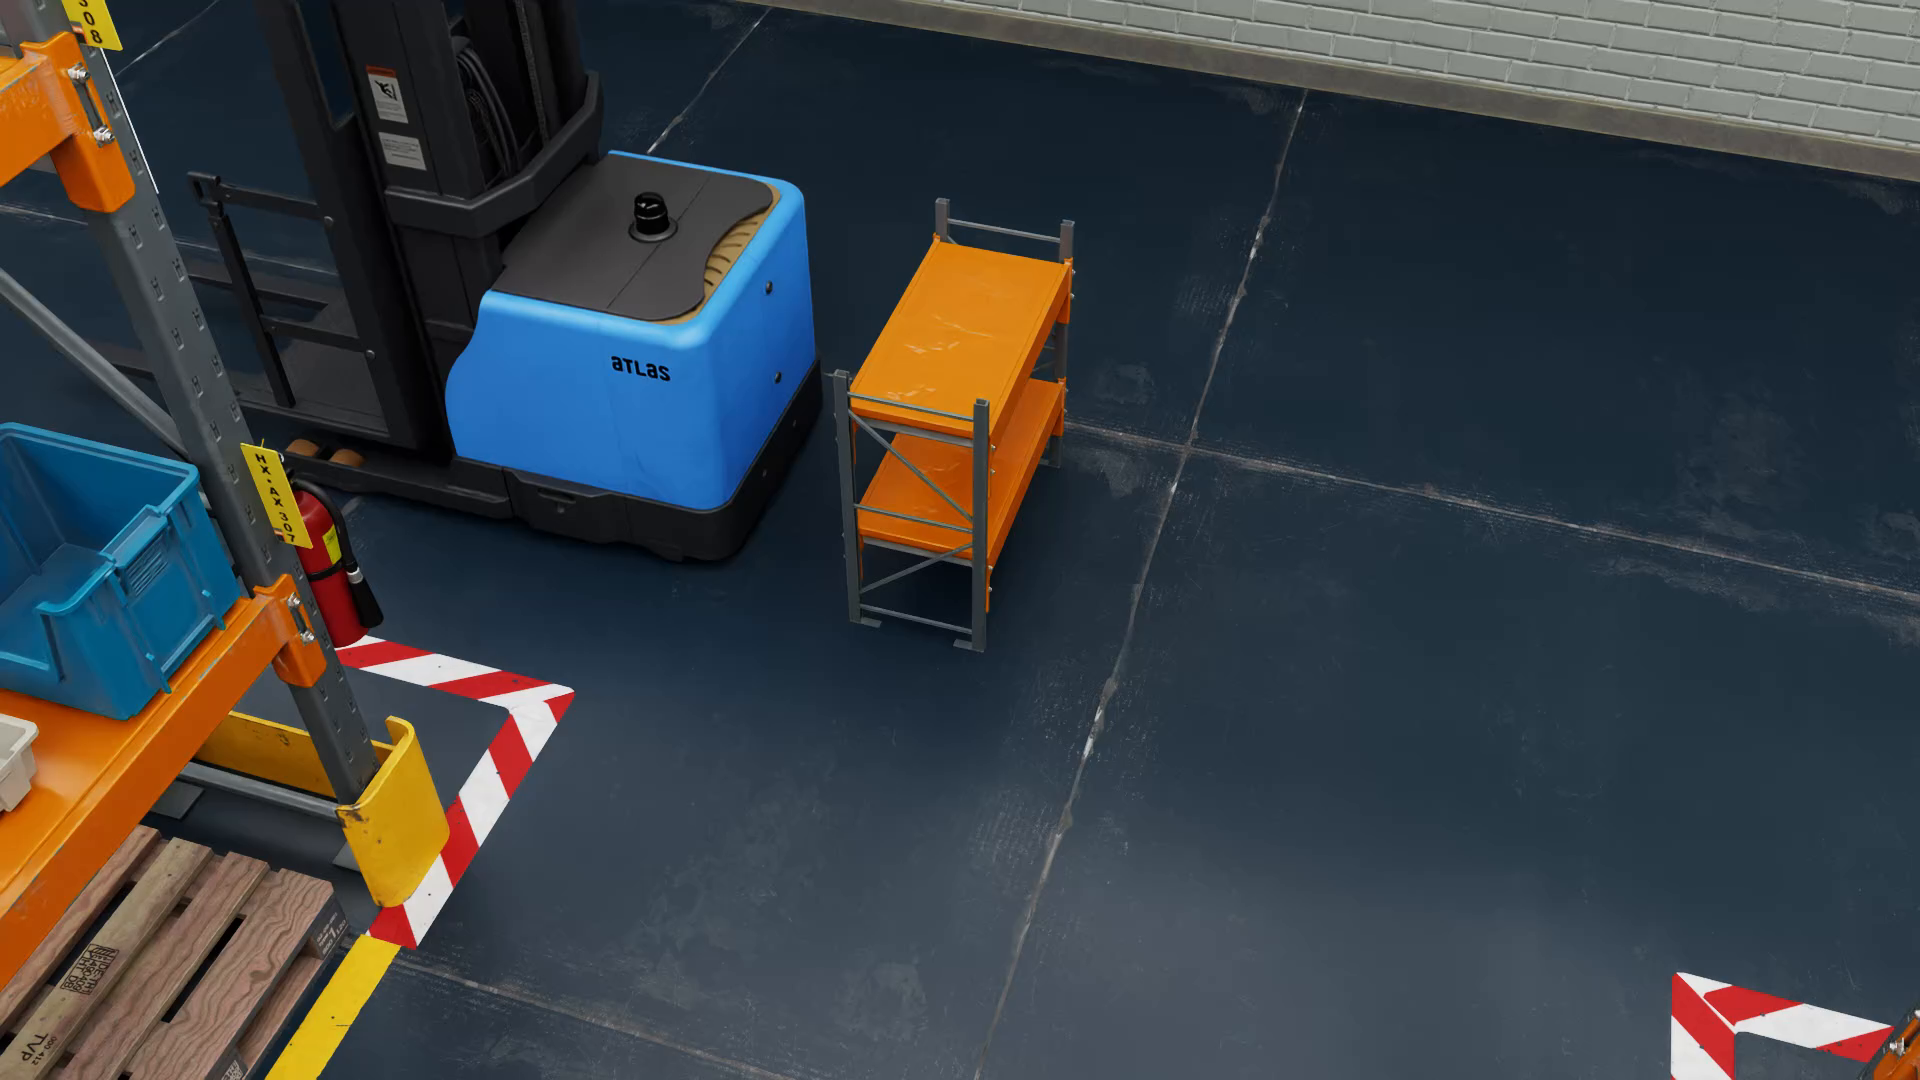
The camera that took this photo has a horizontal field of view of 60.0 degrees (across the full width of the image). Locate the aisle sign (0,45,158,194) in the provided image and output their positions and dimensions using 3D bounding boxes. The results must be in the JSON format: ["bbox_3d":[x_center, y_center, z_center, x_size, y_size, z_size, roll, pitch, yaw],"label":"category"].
[{"bbox_3d":[-1.910,-1.068,3.338,0.394,0.787,0.004,13,46,13],"label":"aisle sign"}]

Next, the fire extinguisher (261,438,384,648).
[{"bbox_3d":[-1.732,0.004,4.423,0.296,0.674,0.183,13,46,13],"label":"fire extinguisher"}]

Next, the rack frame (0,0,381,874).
[{"bbox_3d":[-2.211,-0.153,4.261,1.000,3.000,0.127,13,46,13],"label":"rack frame"}]

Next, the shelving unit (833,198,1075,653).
[{"bbox_3d":[0.002,-0.407,5.861,0.538,1.125,1.048,13,46,13],"label":"shelving unit"}]

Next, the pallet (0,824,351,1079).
[{"bbox_3d":[-2.497,1.386,4.683,1.003,0.211,1.213,13,46,13],"label":"pallet"}]

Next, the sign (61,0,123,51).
[{"bbox_3d":[-1.682,-1.082,3.141,0.100,0.325,0.005,13,46,13],"label":"sign"}]

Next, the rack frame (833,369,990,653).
[{"bbox_3d":[-0.152,-0.068,5.515,0.500,1.125,0.032,13,46,13],"label":"rack frame"}]

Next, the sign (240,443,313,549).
[{"bbox_3d":[-1.682,-0.105,4.096,0.100,0.325,0.005,13,46,13],"label":"sign"}]

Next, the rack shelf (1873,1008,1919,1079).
[{"bbox_3d":[1.904,2.487,2.078,1.077,0.370,4.000,13,46,13],"label":"rack shelf"}]

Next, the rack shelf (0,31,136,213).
[{"bbox_3d":[-2.816,0.366,2.101,1.077,0.370,4.000,13,46,13],"label":"rack shelf"}]

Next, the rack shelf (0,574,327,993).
[{"bbox_3d":[-2.816,1.438,3.151,1.077,0.370,4.000,13,46,13],"label":"rack shelf"}]

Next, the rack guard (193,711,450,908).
[{"bbox_3d":[-2.216,0.722,5.155,1.175,0.500,0.348,13,46,13],"label":"rack guard"}]

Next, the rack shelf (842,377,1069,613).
[{"bbox_3d":[0.002,-0.232,6.032,0.538,0.278,1.000,13,46,13],"label":"rack shelf"}]

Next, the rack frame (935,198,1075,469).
[{"bbox_3d":[0.156,-0.745,6.207,0.500,1.125,0.032,13,46,13],"label":"rack frame"}]

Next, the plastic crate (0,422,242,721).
[{"bbox_3d":[-2.134,0.076,3.959,0.616,0.435,0.499,13,46,13],"label":"plastic crate"}]

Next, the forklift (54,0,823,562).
[{"bbox_3d":[-2.128,-1.572,5.760,3.031,2.935,1.130,12,46,12],"label":"forklift"}]

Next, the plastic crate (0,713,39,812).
[{"bbox_3d":[-2.285,0.502,3.738,0.396,0.136,0.243,13,46,13],"label":"plastic crate"}]

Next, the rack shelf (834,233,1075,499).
[{"bbox_3d":[0.002,-0.616,5.656,0.538,0.278,1.000,13,46,13],"label":"rack shelf"}]
